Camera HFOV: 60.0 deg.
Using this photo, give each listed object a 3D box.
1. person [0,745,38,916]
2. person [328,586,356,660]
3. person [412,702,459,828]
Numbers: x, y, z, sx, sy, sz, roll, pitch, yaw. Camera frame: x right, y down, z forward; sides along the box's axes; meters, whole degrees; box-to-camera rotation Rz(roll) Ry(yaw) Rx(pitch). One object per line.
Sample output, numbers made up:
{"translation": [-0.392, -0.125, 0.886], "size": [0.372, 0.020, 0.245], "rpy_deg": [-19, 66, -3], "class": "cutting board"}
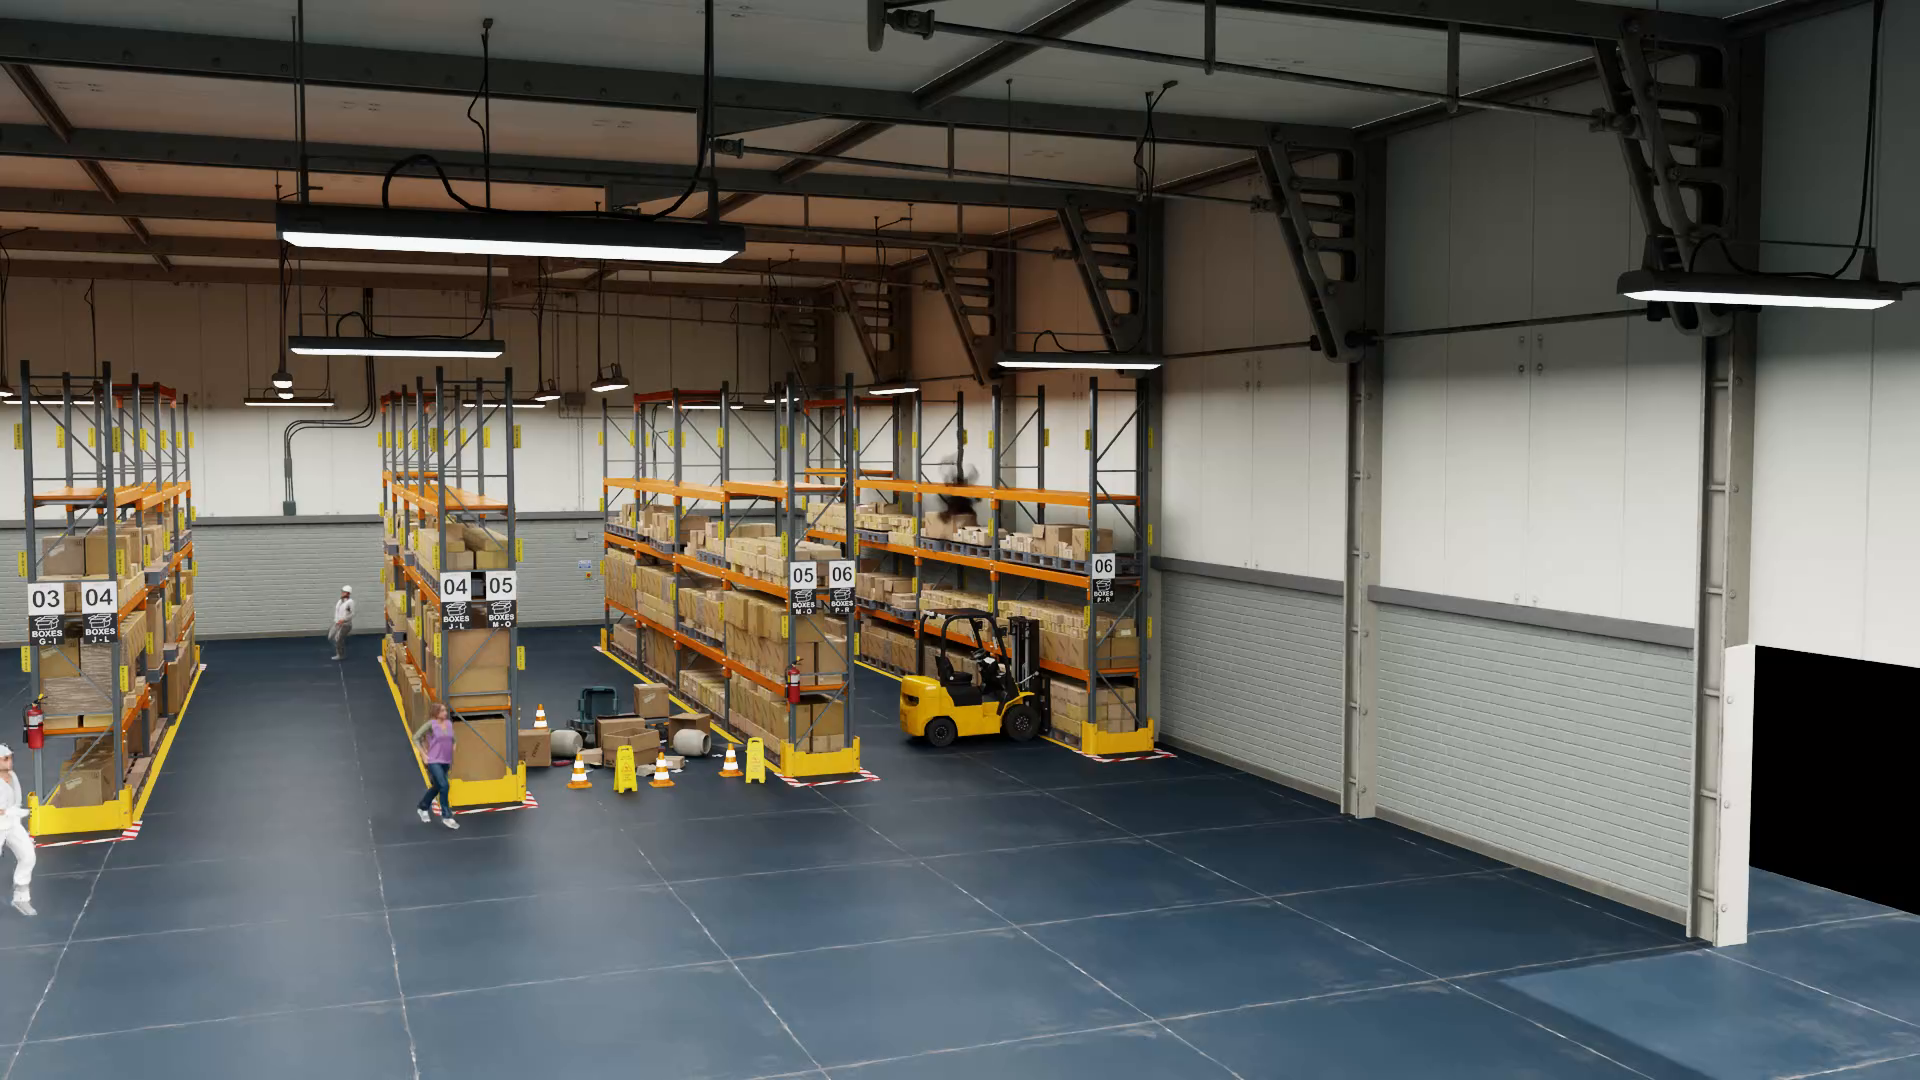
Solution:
{"translation": [-10.090, 3.067, 17.461], "size": [0.818, 1.838, 0.602], "rpy_deg": [1, 3, 11], "class": "person"}
{"translation": [-14.009, 1.886, 37.686], "size": [0.684, 1.700, 0.534], "rpy_deg": [2, 4, 29], "class": "person"}
{"translation": [-6.726, 2.886, 21.505], "size": [0.795, 1.584, 0.536], "rpy_deg": [2, 4, 30], "class": "person"}
